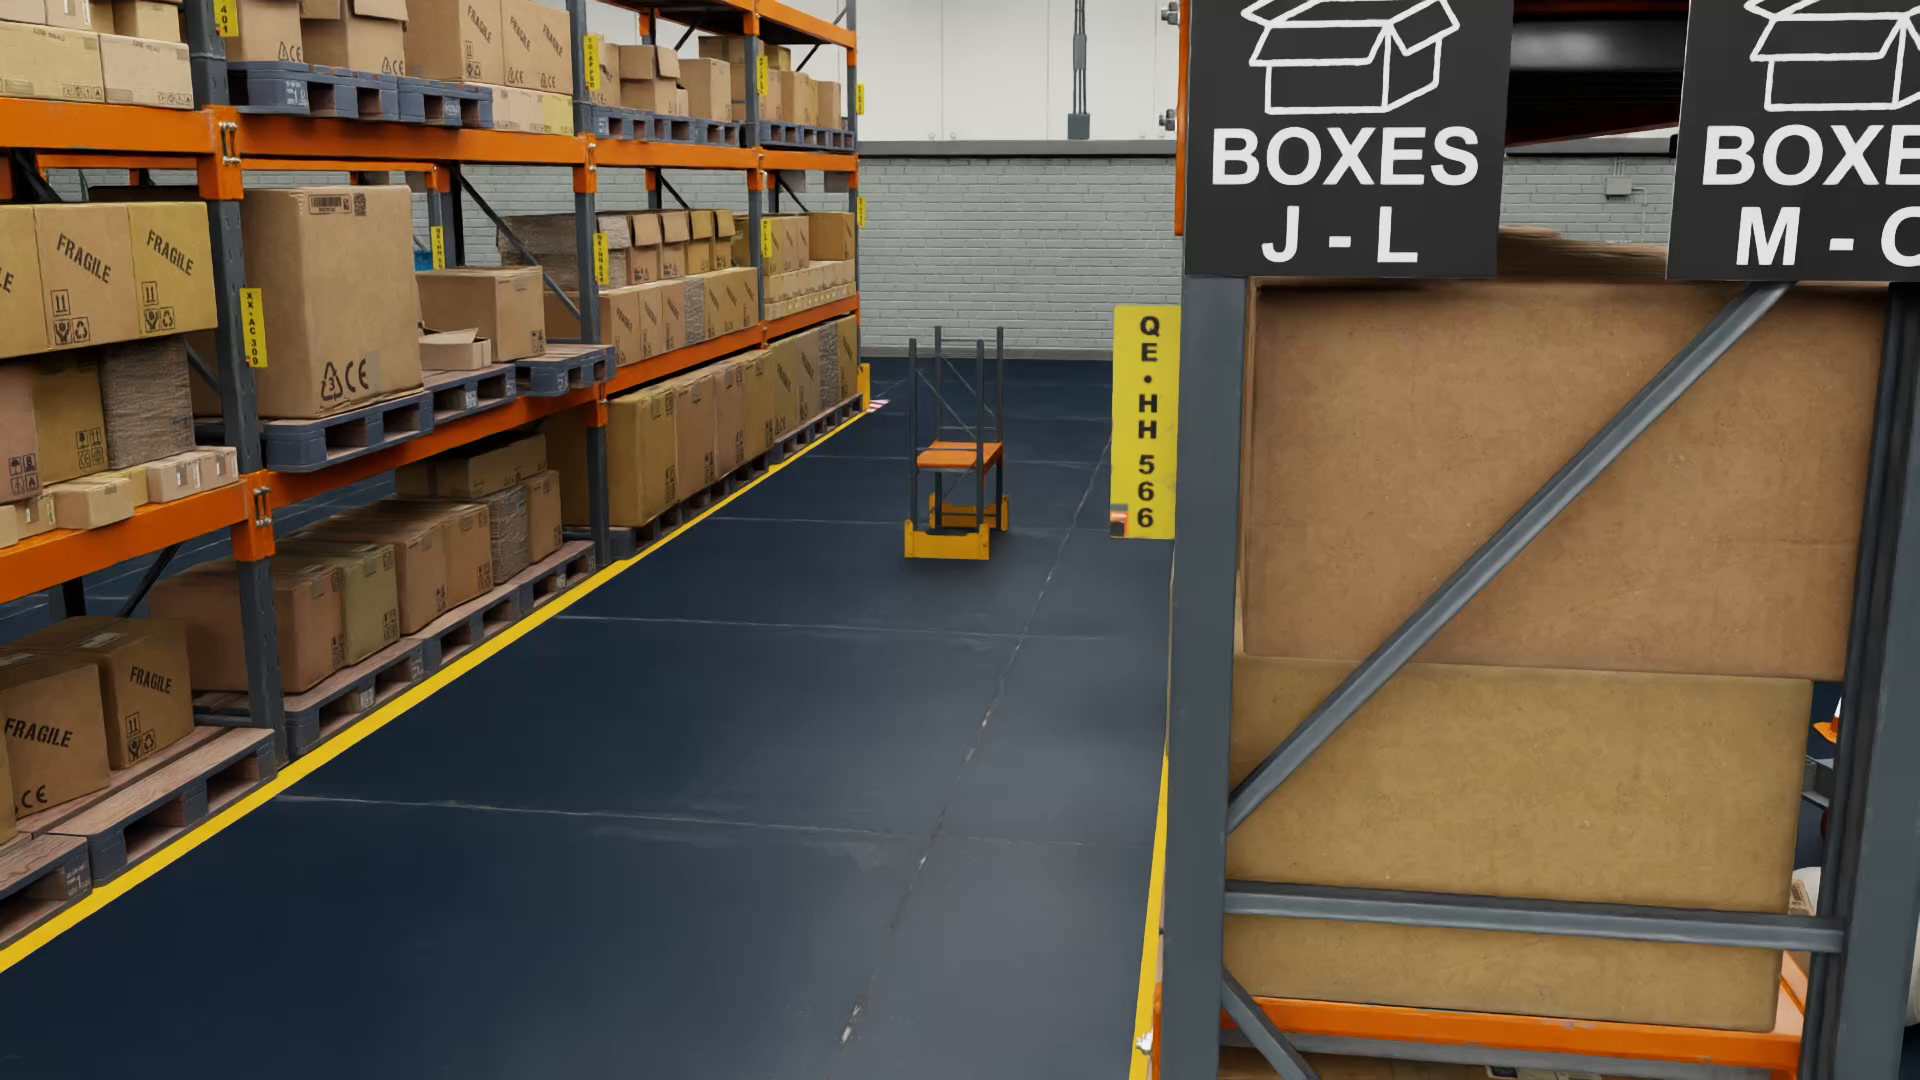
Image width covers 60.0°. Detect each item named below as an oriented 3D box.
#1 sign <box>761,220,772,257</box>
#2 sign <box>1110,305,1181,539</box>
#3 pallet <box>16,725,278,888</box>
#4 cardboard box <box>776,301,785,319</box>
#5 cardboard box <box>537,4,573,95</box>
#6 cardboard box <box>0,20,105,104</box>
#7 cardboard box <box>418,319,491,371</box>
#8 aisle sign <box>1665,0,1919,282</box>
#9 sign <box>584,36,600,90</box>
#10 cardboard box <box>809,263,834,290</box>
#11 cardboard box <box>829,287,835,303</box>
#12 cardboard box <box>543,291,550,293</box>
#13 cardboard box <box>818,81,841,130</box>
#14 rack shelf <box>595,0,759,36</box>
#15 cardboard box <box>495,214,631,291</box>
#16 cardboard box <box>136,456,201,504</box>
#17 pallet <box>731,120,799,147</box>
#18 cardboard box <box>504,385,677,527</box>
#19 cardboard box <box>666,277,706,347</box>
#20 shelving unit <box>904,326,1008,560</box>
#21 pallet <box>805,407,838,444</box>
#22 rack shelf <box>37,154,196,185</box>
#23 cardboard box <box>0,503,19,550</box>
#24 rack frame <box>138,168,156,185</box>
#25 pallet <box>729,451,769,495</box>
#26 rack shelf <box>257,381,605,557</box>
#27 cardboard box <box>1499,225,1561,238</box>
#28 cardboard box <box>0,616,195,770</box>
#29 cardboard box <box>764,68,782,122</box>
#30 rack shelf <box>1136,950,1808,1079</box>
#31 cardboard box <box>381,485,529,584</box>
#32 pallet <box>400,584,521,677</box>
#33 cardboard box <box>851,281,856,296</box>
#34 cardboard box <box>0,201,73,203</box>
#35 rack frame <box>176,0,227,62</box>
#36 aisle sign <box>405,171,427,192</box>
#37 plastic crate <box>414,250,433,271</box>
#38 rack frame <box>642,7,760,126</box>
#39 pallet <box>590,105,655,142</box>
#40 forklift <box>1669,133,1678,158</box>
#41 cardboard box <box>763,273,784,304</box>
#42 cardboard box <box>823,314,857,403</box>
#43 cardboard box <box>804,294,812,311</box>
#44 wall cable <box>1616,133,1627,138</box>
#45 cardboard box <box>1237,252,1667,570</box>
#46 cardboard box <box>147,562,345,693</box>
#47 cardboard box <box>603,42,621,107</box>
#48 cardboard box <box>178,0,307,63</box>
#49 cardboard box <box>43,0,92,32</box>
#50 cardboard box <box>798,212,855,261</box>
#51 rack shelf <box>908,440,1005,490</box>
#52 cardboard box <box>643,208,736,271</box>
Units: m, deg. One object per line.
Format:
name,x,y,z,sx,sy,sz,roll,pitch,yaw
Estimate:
sign,-1.707,-2.651,14.613,0.100,0.325,0.005,2,12,9
sign,0.262,-0.162,2.313,0.100,0.325,0.005,2,12,9
pallet,-3.543,1.030,6.711,1.003,0.211,1.213,2,12,9
cardboard box,-1.830,-2.122,15.315,0.380,0.149,0.250,1,12,7
cardboard box,-2.686,-2.959,10.058,0.500,0.500,0.500,2,12,10
cardboard box,-3.377,-1.655,5.789,0.500,0.250,0.500,2,12,10
cardboard box,-2.849,-1.090,9.254,0.396,0.266,0.258,2,12,7
aisle sign,1.081,-0.706,1.977,0.394,0.787,0.004,2,12,9
sign,-2.324,-3.007,10.481,0.100,0.325,0.005,2,12,9
cardboard box,-1.598,-2.723,17.158,0.500,0.250,0.500,1,12,7
cardboard box,-1.514,-2.552,17.309,0.380,0.149,0.250,2,12,7
cardboard box,-3.028,-1.466,11.439,0.500,0.500,0.500,2,12,10
cardboard box,-1.656,-4.631,17.771,0.700,0.500,0.500,1,12,5
rack shelf,-2.552,-4.108,12.353,1.077,0.370,4.000,2,12,9
cardboard box,-2.731,-1.997,11.523,0.797,0.503,0.637,2,12,11
cardboard box,-3.265,-0.245,6.606,0.380,0.149,0.250,2,12,9
pallet,-2.108,-3.732,15.281,1.003,0.211,1.213,2,12,9
cardboard box,-2.733,-0.616,11.778,1.225,0.875,0.875,1,12,6
cardboard box,-2.285,-1.766,12.830,0.500,0.500,0.500,2,12,9
shelving unit,-0.012,-0.717,11.762,0.587,1.500,1.083,2,12,9
pallet,-1.865,-1.186,16.997,1.003,0.211,1.213,2,12,9
rack shelf,-7.446,-2.998,13.372,1.077,0.370,4.000,2,12,9
cardboard box,-3.459,-0.038,5.646,0.380,0.149,0.250,2,12,9
rack frame,-7.138,-2.300,15.544,1.000,3.000,0.127,2,12,9
pallet,-2.289,-0.613,14.336,1.003,0.211,1.213,2,12,9
rack shelf,-3.167,-0.538,9.079,1.077,0.370,4.000,2,12,9
cardboard box,1.350,-0.699,5.199,0.875,0.550,0.550,2,12,9
cardboard box,-3.576,0.625,6.910,0.500,0.500,0.500,1,12,7
cardboard box,-2.096,-4.185,15.702,0.700,0.500,0.500,3,12,12
rack shelf,1.103,0.476,4.372,1.077,0.370,4.000,2,12,9
cardboard box,-3.015,-0.044,9.965,0.700,0.500,0.500,1,12,4
pallet,-3.171,0.473,9.300,1.003,0.211,1.213,2,12,9
cardboard box,-1.359,-2.764,18.296,0.380,0.149,0.250,2,12,10
cardboard box,-3.795,-1.071,6.528,0.500,0.500,0.500,2,12,9
rack frame,-3.475,-3.406,6.440,1.000,3.000,0.127,2,12,9
aisle sign,-6.223,-4.409,19.159,0.394,0.787,0.004,2,12,9
plastic crate,-6.390,-3.103,19.046,0.616,0.435,0.499,2,12,9
rack frame,-2.244,-5.072,14.167,1.000,3.000,0.127,2,12,9
pallet,-2.813,-2.816,11.269,1.213,0.211,1.003,2,12,11
forklift,4.855,-0.966,9.519,3.031,2.935,1.130,5,13,24
cardboard box,-1.913,-2.301,15.198,0.500,0.250,0.500,2,12,8
cardboard box,-1.649,-2.003,18.212,0.875,0.875,0.875,2,12,9
cardboard box,-1.671,-2.337,16.313,0.380,0.149,0.250,2,12,9
wall cable,8.759,-6.777,22.078,0.463,3.000,0.029,2,12,9
cardboard box,0.884,-0.254,3.133,0.875,0.550,0.550,2,12,9
cardboard box,-3.359,0.406,7.879,0.700,0.500,0.500,1,12,4
cardboard box,-2.791,-3.339,12.012,0.500,0.500,0.500,3,12,12
cardboard box,-3.305,-2.291,7.140,0.797,0.503,0.637,1,12,6
cardboard box,-3.324,-1.877,5.873,0.380,0.149,0.250,1,12,6
cardboard box,-1.444,-3.301,18.058,0.500,0.500,0.500,2,12,9
rack shelf,-0.013,-0.540,11.791,0.538,0.185,1.000,2,12,9
cardboard box,-2.334,-2.545,14.065,0.797,0.503,0.637,2,12,7
